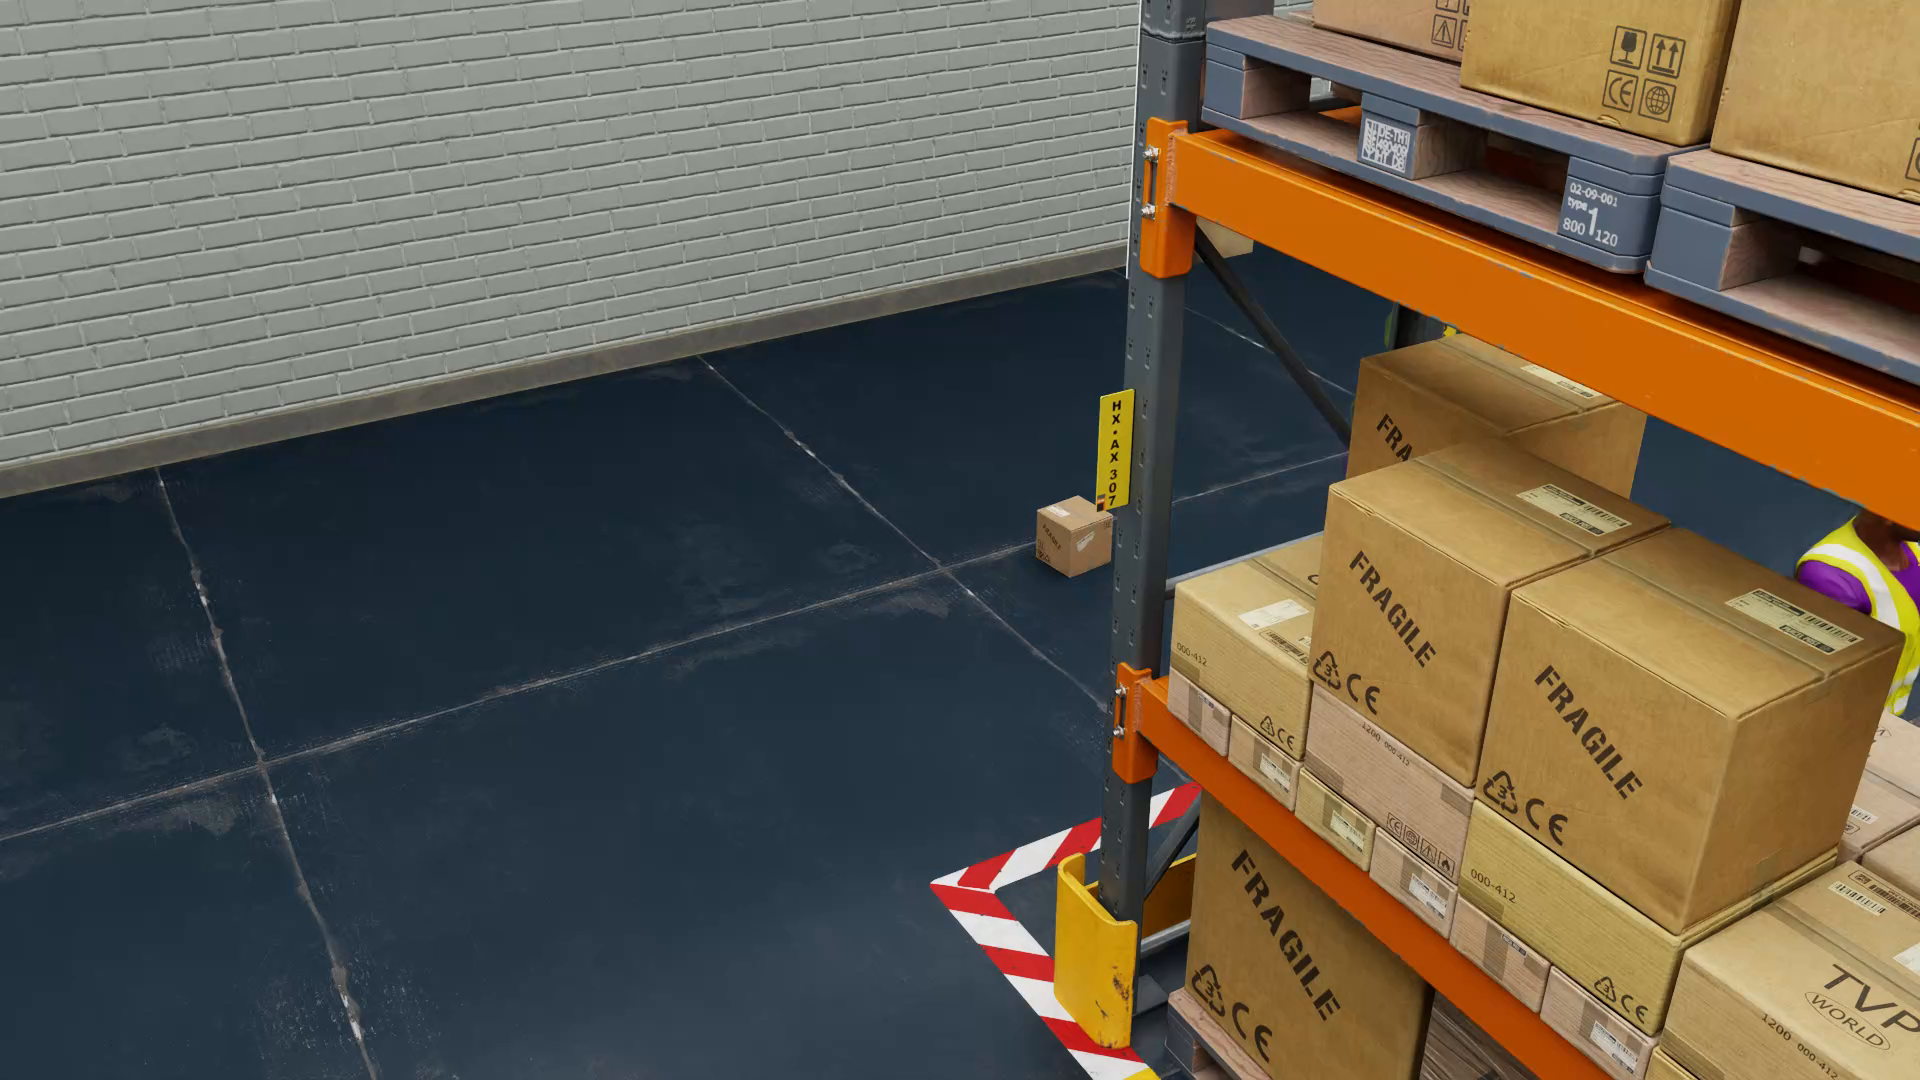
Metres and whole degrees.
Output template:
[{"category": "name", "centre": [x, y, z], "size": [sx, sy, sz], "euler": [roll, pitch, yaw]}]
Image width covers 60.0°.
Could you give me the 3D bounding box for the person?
[{"category": "person", "centre": [2.694, 0.500, 5.149], "size": [0.581, 1.757, 0.583], "euler": [-20, 34, -31]}]
